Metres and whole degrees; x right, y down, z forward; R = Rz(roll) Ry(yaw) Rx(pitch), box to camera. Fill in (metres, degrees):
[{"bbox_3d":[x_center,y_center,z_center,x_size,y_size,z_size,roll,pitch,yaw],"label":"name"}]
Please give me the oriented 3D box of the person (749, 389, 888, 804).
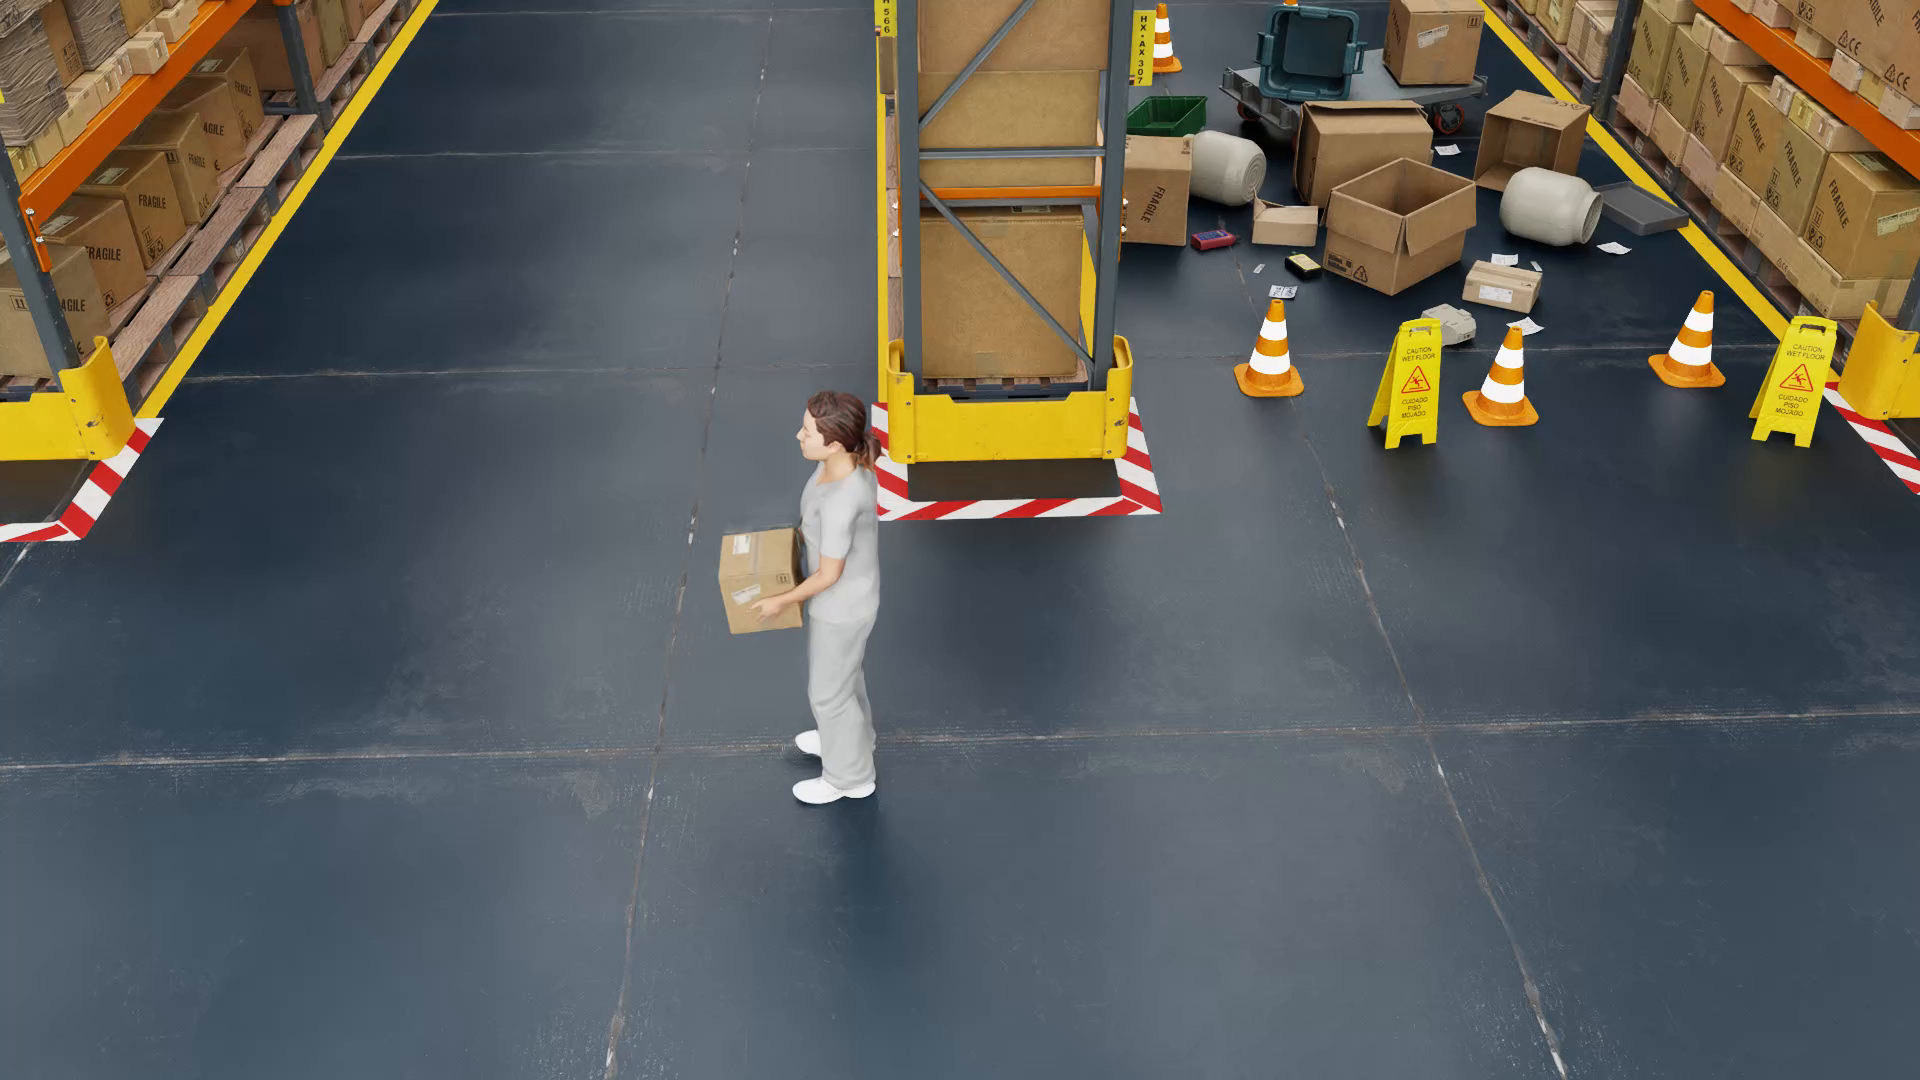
[{"bbox_3d":[-0.484,0.211,5.848,0.490,1.674,0.463,-2,35,-3],"label":"person"}]
